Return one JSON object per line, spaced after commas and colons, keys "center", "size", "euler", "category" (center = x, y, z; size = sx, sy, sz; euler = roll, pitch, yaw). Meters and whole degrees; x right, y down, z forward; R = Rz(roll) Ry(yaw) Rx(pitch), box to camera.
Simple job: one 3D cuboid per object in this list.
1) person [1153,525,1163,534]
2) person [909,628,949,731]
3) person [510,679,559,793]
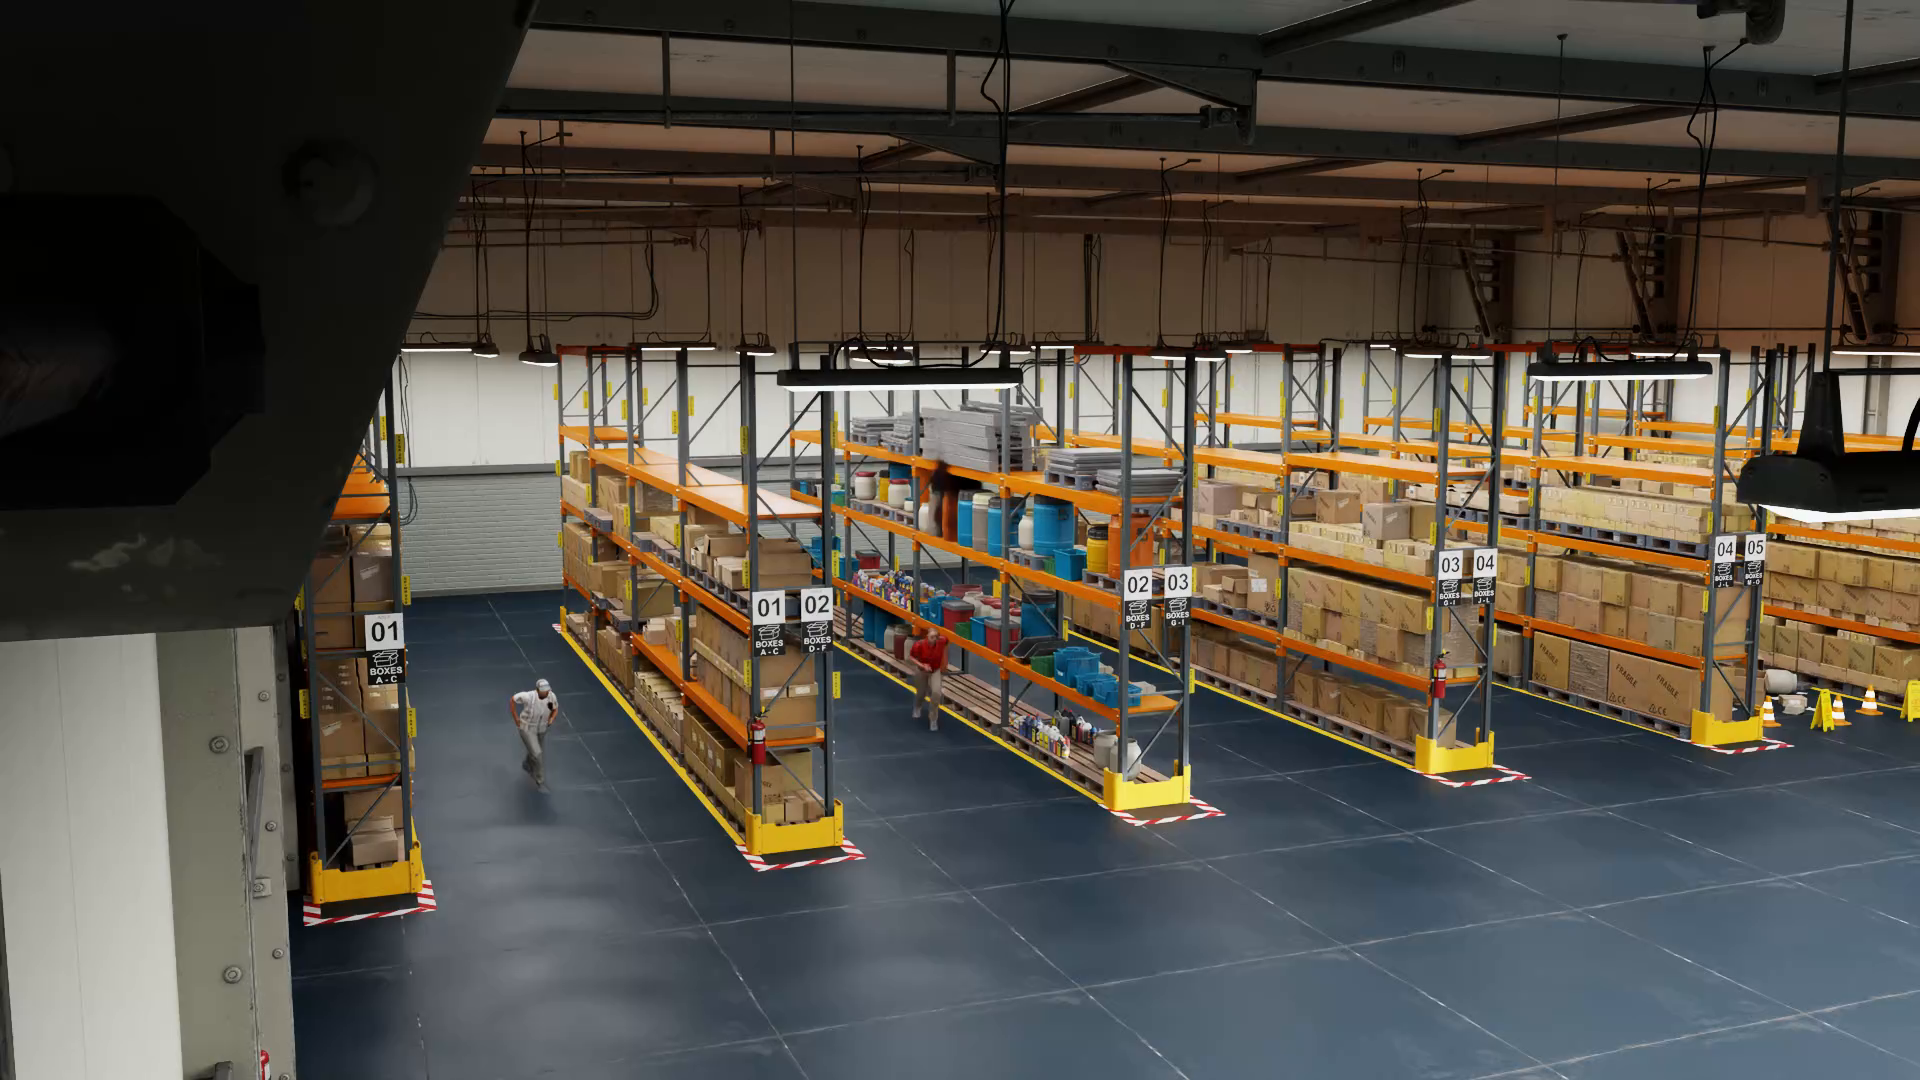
{"center": [4.874, 0.339, 40.912], "size": [0.647, 1.647, 0.657], "euler": [6, 9, 40], "category": "person"}
{"center": [-0.528, 2.177, 26.631], "size": [0.707, 1.697, 1.007], "euler": [-2, 8, -18], "category": "person"}
{"center": [-5.905, 2.669, 23.007], "size": [0.654, 1.631, 1.023], "euler": [-5, 9, -34], "category": "person"}
